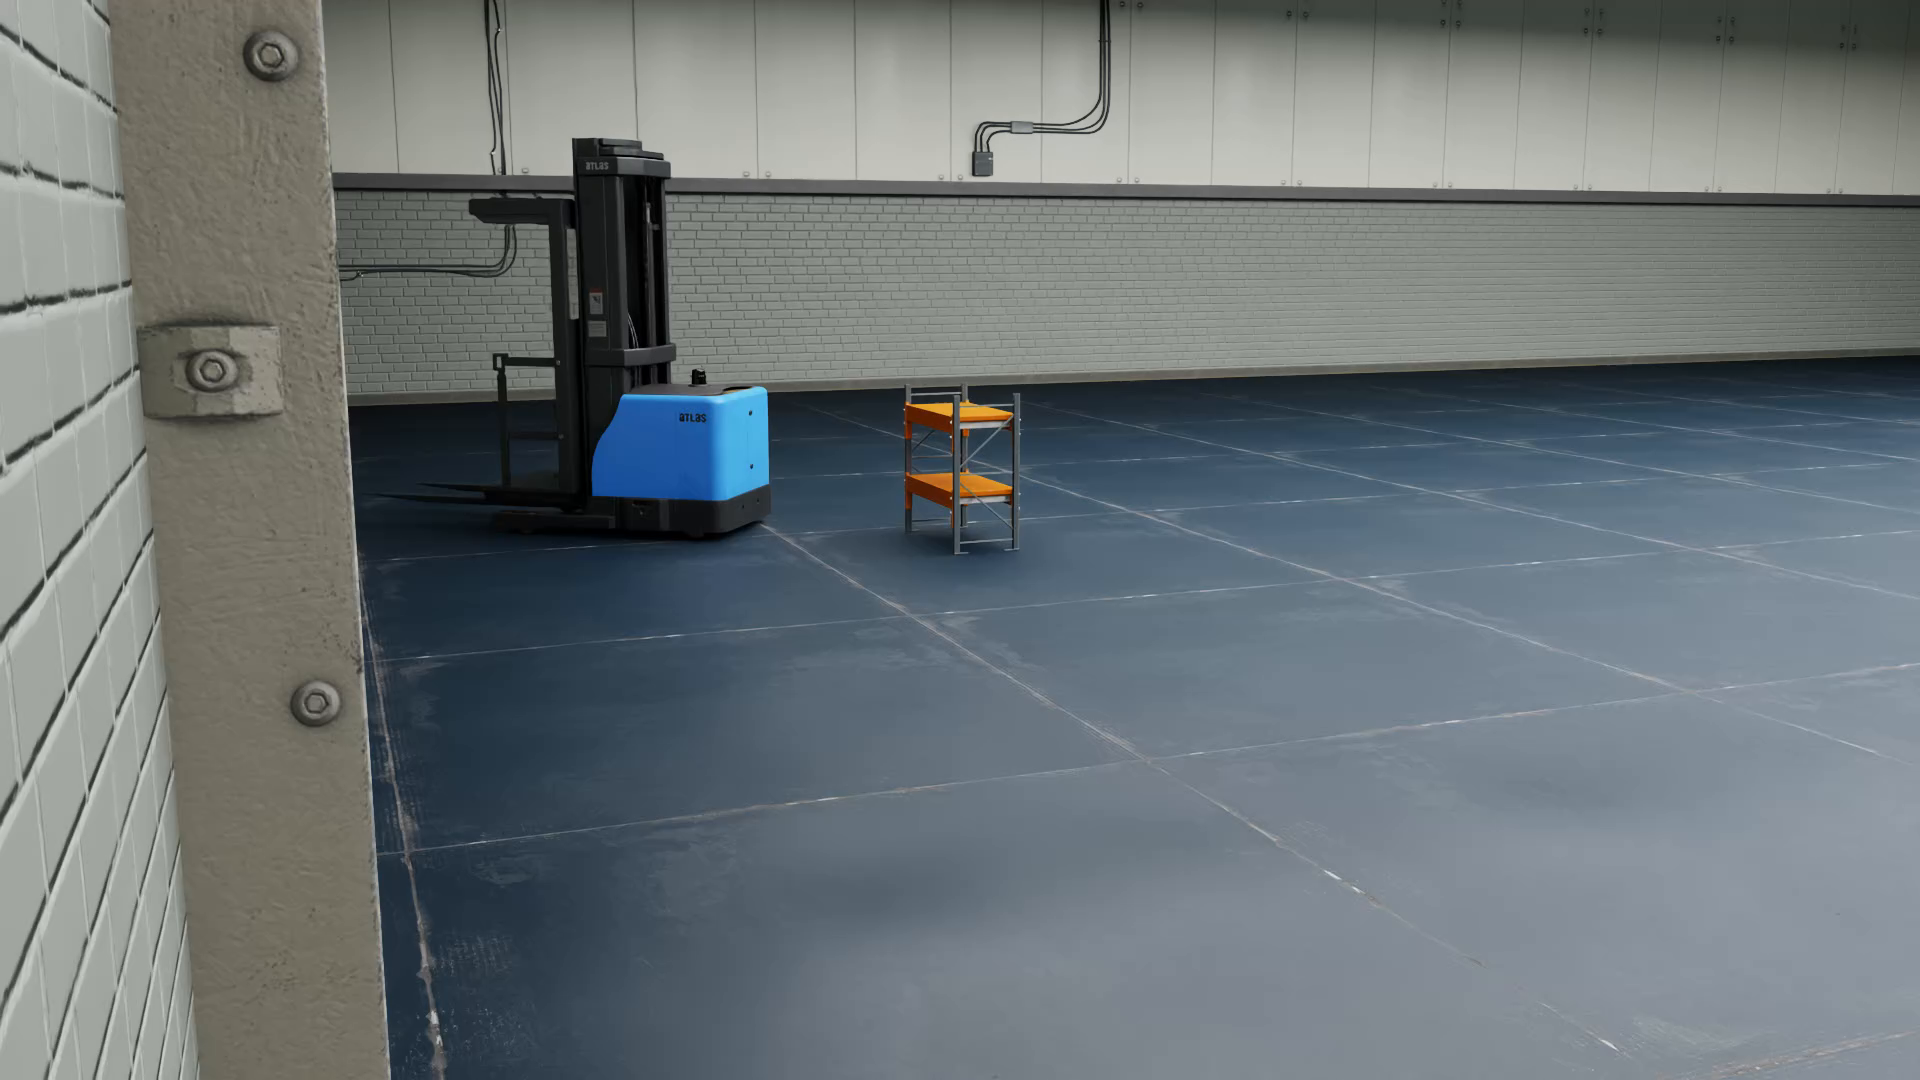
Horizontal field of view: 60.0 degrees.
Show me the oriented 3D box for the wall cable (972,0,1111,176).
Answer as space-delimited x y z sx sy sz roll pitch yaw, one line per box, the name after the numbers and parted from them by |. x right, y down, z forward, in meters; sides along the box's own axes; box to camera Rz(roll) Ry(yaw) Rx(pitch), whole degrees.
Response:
1.285 -8.568 25.142 2.305 6.003 0.169 -4 11 -21 | wall cable

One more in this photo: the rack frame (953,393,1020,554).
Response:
0.187 -0.470 11.807 0.500 1.125 0.032 -4 11 -21 | rack frame

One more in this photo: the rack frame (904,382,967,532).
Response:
-0.182 -0.636 12.740 0.500 1.125 0.032 -4 11 -21 | rack frame

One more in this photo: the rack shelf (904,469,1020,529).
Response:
0.002 -0.312 12.316 0.538 0.278 1.000 -4 11 -21 | rack shelf

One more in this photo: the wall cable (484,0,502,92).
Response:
-5.048 -7.424 22.862 3.097 2.526 0.112 -4 11 -21 | wall cable

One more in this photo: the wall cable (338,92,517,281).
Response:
-7.569 -4.765 22.339 3.097 2.526 0.112 -4 11 -21 | wall cable

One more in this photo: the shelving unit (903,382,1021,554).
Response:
0.002 -0.553 12.273 0.538 1.125 1.048 -4 11 -21 | shelving unit

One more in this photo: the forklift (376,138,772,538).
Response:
-3.066 -1.574 12.858 3.031 2.935 1.130 3 10 14 | forklift

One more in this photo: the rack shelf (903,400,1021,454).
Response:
0.002 -0.841 12.222 0.538 0.278 1.000 -4 11 -21 | rack shelf
